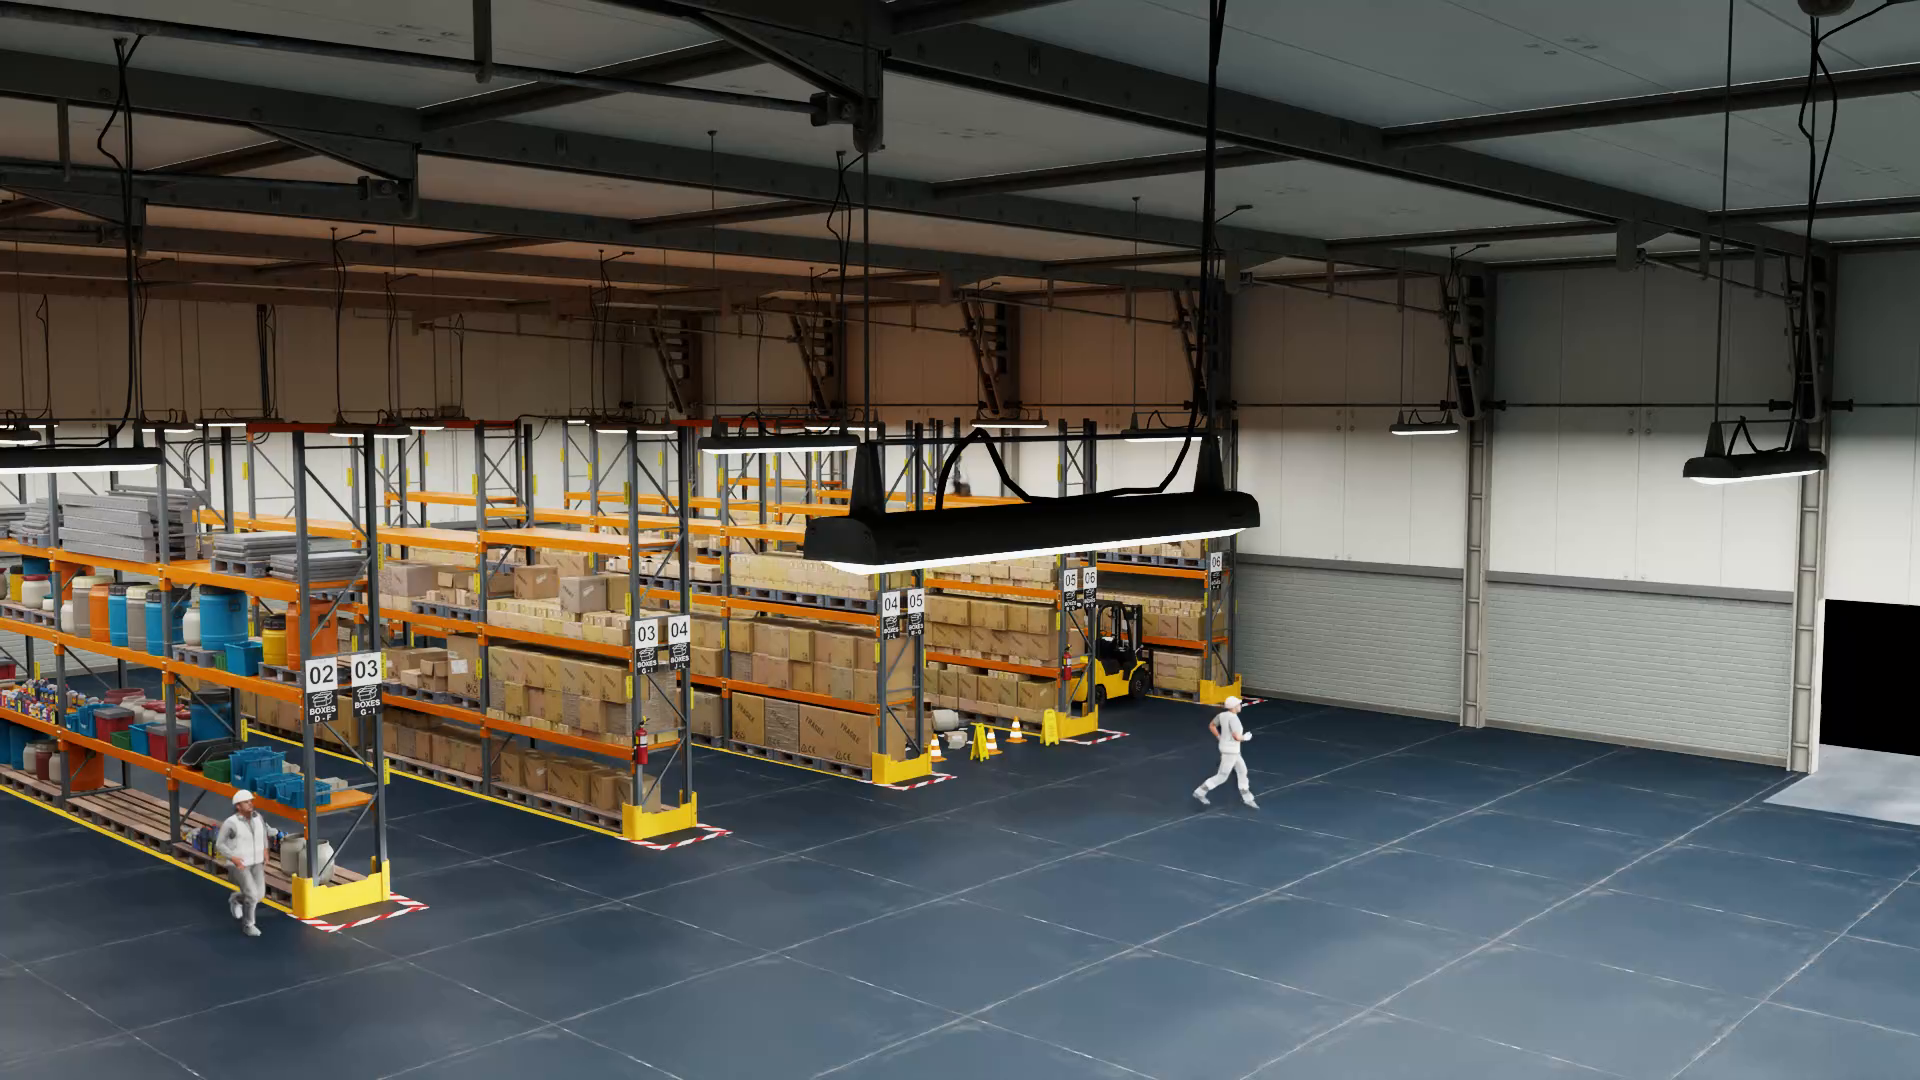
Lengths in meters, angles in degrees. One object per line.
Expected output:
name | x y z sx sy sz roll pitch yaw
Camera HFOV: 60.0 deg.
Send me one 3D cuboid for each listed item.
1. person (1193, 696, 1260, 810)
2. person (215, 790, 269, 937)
person | 4.162 3.335 25.832 1.093 1.817 0.621 0 5 -2
person | -8.610 3.846 19.942 0.659 1.738 0.685 3 5 29
